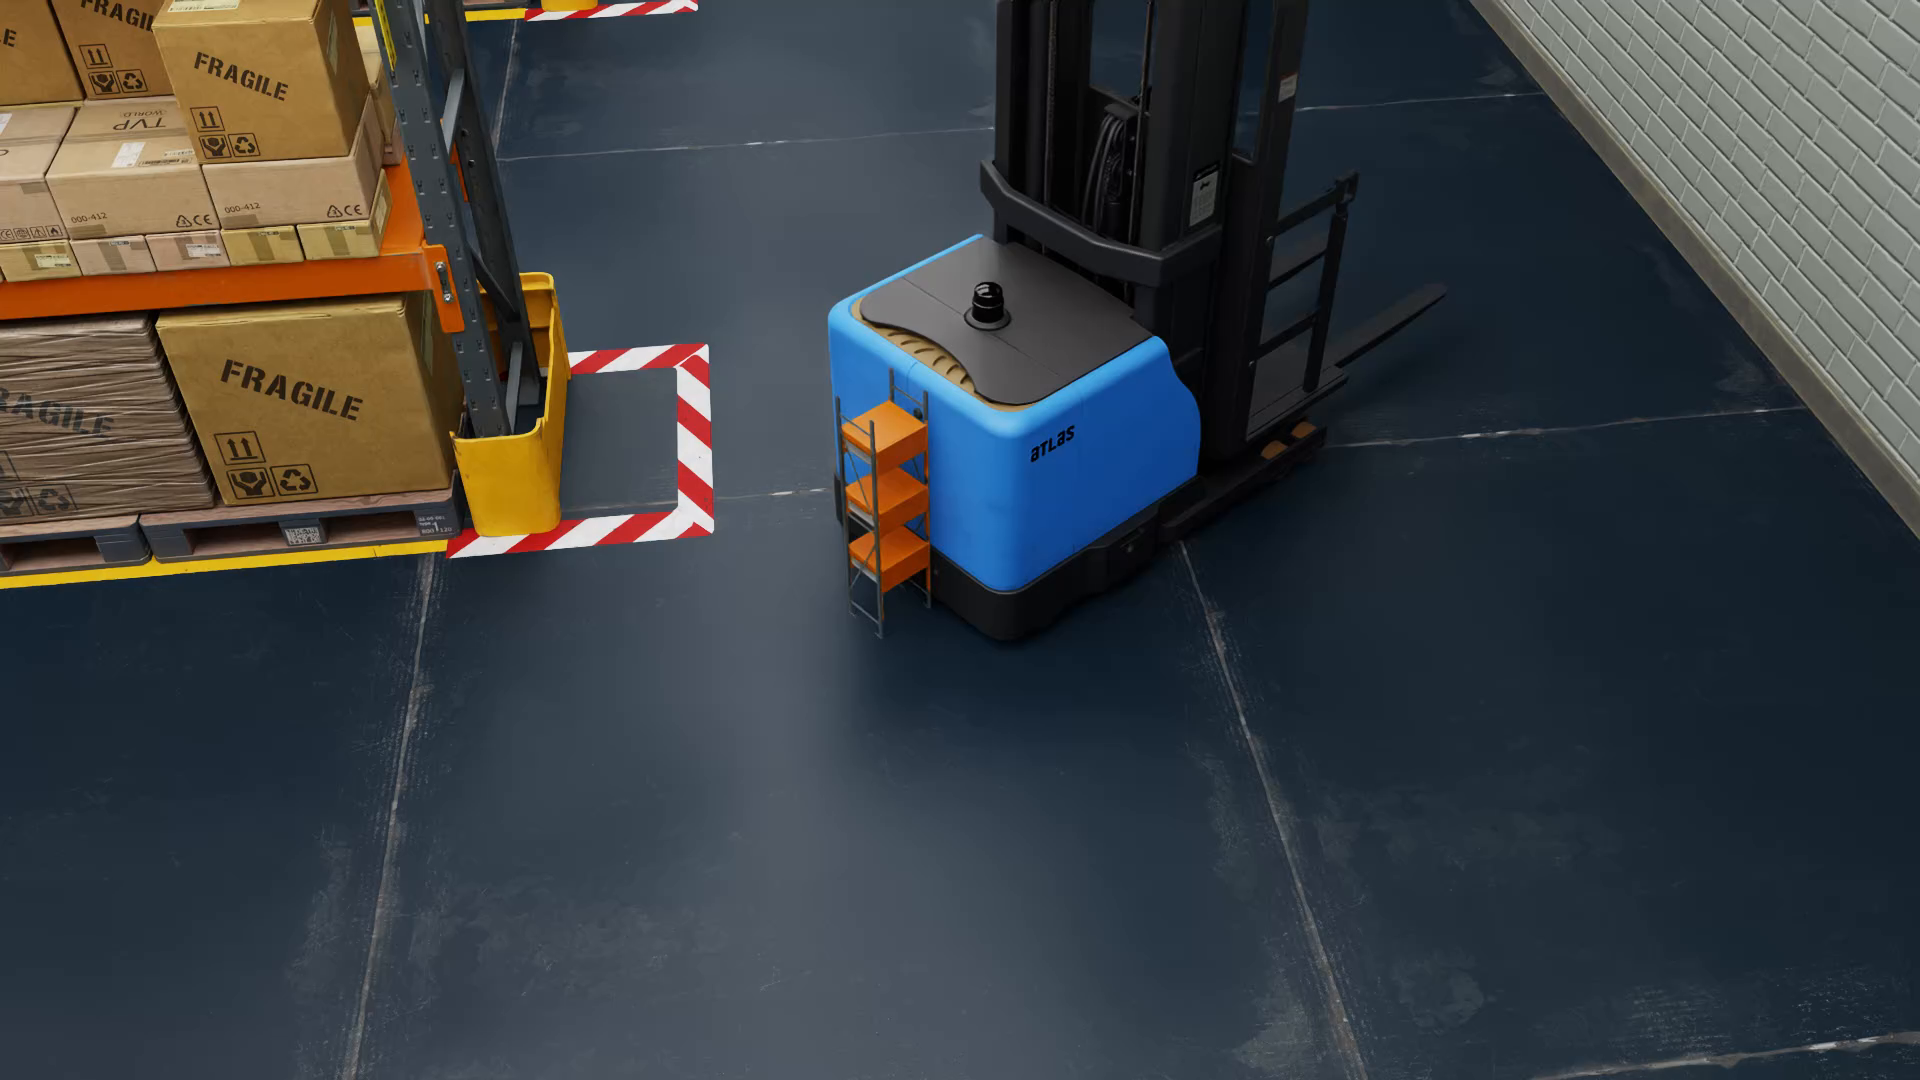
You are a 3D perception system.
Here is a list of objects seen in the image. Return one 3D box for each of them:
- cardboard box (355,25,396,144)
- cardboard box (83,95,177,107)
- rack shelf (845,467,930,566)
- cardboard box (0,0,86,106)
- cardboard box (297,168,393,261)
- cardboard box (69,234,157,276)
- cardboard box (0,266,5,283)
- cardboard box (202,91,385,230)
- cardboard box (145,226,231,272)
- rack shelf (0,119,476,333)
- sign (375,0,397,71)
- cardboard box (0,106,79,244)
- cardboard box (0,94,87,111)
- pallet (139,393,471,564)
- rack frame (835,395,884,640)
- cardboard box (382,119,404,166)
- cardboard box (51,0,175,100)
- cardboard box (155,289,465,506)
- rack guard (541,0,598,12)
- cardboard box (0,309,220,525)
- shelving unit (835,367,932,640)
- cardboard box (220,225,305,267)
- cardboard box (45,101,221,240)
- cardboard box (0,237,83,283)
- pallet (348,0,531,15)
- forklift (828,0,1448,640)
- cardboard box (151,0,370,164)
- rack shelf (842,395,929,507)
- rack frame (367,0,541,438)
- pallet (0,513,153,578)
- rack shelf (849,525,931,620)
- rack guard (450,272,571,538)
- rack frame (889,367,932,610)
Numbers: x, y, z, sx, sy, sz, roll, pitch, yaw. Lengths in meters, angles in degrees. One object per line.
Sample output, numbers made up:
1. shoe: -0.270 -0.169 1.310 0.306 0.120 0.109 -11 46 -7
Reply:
1. cardboard box: -2.416 -1.712 6.299 0.500 0.250 0.500 -6 42 -7
2. cardboard box: -2.930 -1.663 6.244 0.500 0.250 0.500 -5 42 -6
3. rack shelf: -0.271 -0.106 6.100 0.240 0.259 0.215 -32 51 -30
4. cardboard box: -3.425 -1.898 5.945 0.500 0.500 0.500 -6 42 -7
5. cardboard box: -2.215 -1.177 6.003 0.250 0.149 0.380 -4 42 -5
6. cardboard box: -2.971 -1.111 5.930 0.250 0.149 0.380 -4 42 -5
7. cardboard box: -3.485 -1.064 5.878 0.250 0.149 0.380 -5 42 -5
8. cardboard box: -2.351 -1.356 5.904 0.500 0.250 0.500 -6 42 -6
9. cardboard box: -2.723 -1.132 5.953 0.250 0.149 0.380 -5 42 -5
10. rack shelf: -3.888 -1.079 6.244 4.000 0.370 1.077 -5 42 -6
11. sign: -1.848 -1.676 5.327 0.005 0.325 0.100 -5 42 -6
12. cardboard box: -3.359 -1.268 5.806 0.500 0.250 0.500 -6 42 -7
13. cardboard box: -3.429 -1.621 6.198 0.500 0.250 0.500 -6 42 -7
14. pallet: -2.688 -0.363 6.995 1.213 0.211 1.003 -5 42 -6
15. rack frame: -0.361 -0.059 6.032 0.008 1.050 0.200 -32 51 -30
16. cardboard box: -2.300 -1.615 6.488 0.250 0.149 0.380 -5 42 -5
17. cardboard box: -2.912 -1.947 5.999 0.500 0.500 0.500 -6 42 -7
18. cardboard box: -2.529 -0.778 6.646 0.875 0.875 0.875 -5 42 -6
19. rack guard: -2.525 -3.892 10.691 0.348 0.500 1.175 -5 42 -6
20. cardboard box: -3.431 -0.699 6.558 0.875 0.875 0.875 -5 42 -6
21. shelving unit: -0.271 -0.114 6.093 0.252 1.050 0.215 -32 51 -30
22. cardboard box: -2.473 -1.153 5.977 0.250 0.149 0.380 -5 42 -5
23. cardboard box: -2.854 -1.313 5.856 0.500 0.250 0.500 -6 42 -6
24. cardboard box: -3.228 -1.087 5.903 0.250 0.149 0.380 -6 42 -6
25. pallet: -3.370 -3.728 10.725 1.213 0.211 1.003 -5 42 -6
26. forklift: 0.925 -1.573 6.305 3.031 2.935 1.130 -31 51 -30
27. cardboard box: -2.354 -1.636 5.654 0.500 0.500 0.500 -5 42 -5
28. rack shelf: -0.271 -0.317 5.910 0.240 0.259 0.215 -32 51 -30
29. rack frame: -1.905 -1.520 6.195 0.127 3.000 1.000 -5 42 -6
30. pallet: -3.895 -0.259 6.880 1.213 0.211 1.003 -5 42 -6
31. rack shelf: -0.271 0.100 6.286 0.240 0.259 0.215 -32 51 -30
32. rack guard: -1.881 -0.594 7.035 0.348 0.500 1.175 -5 42 -6
33. rack frame: -0.181 -0.170 6.154 0.008 1.050 0.200 -32 51 -30
